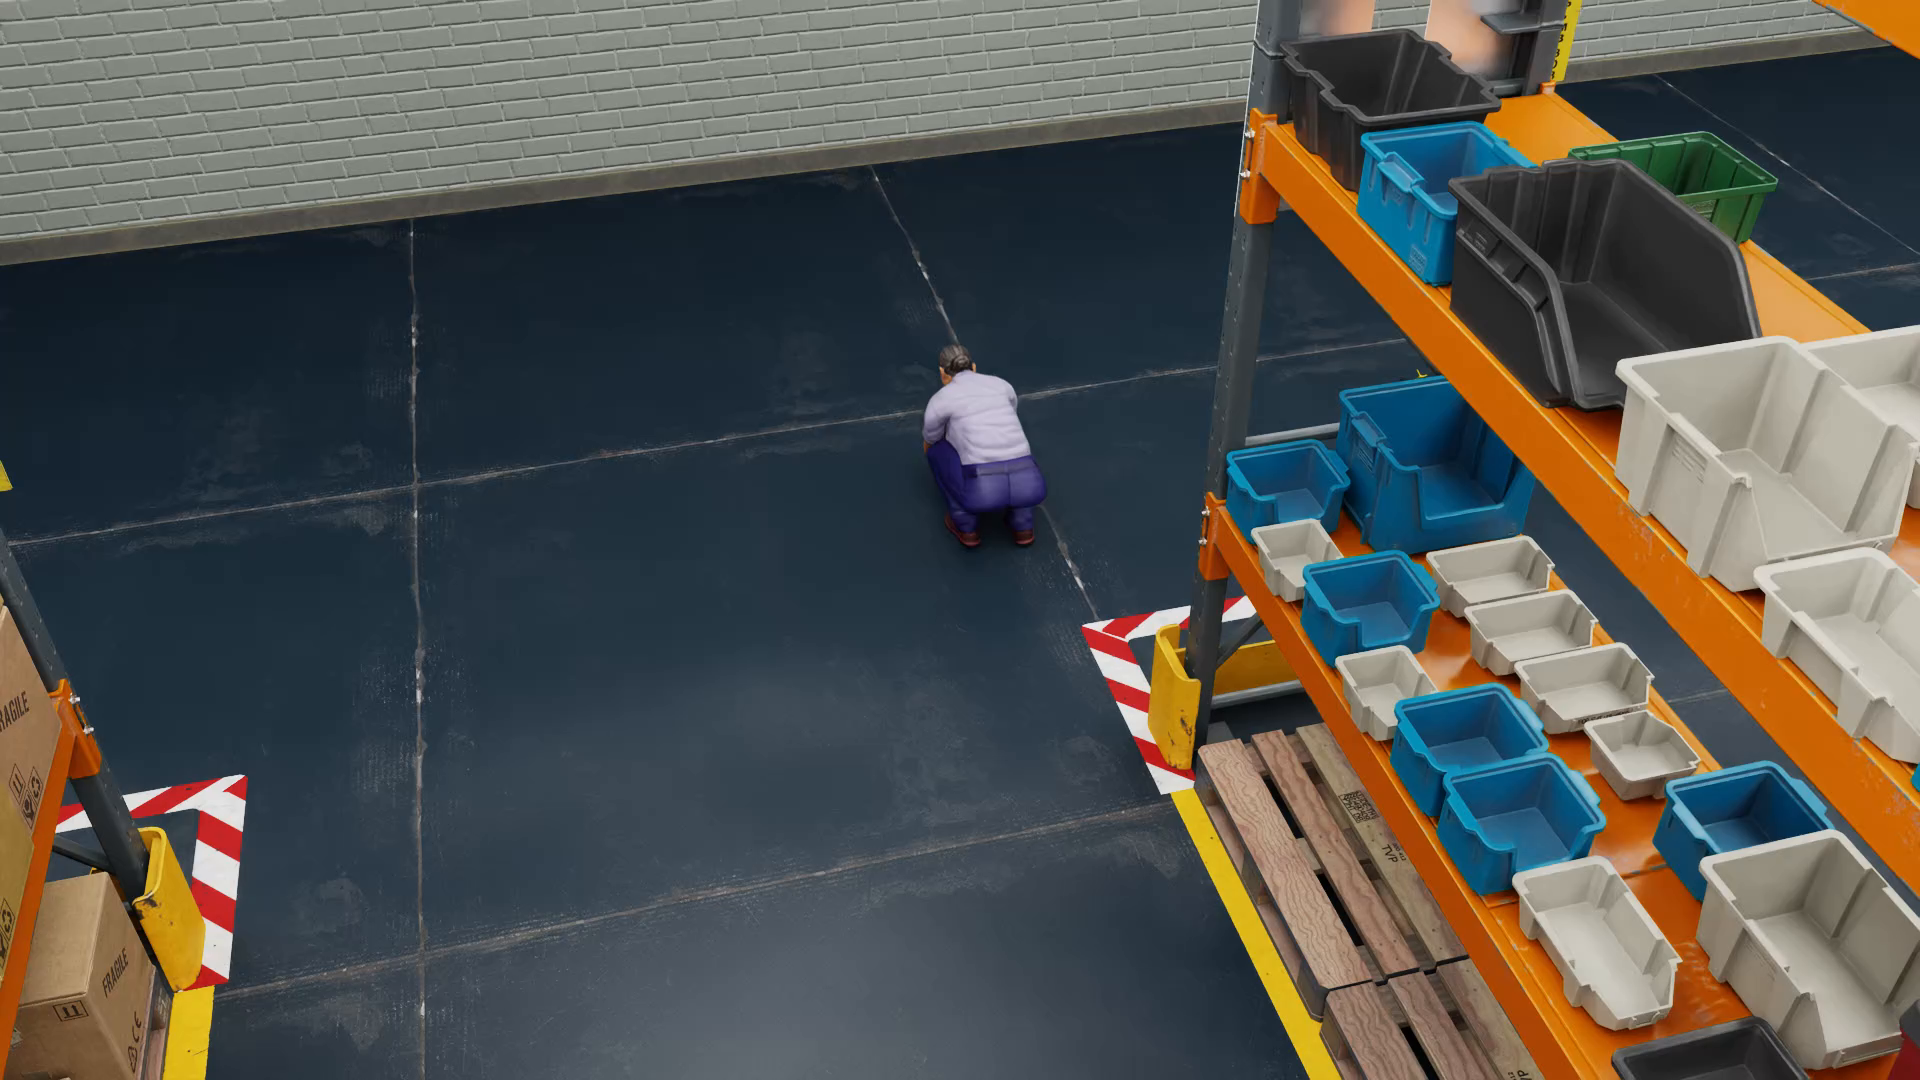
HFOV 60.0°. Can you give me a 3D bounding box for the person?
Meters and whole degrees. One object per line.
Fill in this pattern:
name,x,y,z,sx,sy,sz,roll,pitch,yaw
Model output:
person,0.113,-0.419,7.930,0.520,0.819,0.823,-9,39,-12
